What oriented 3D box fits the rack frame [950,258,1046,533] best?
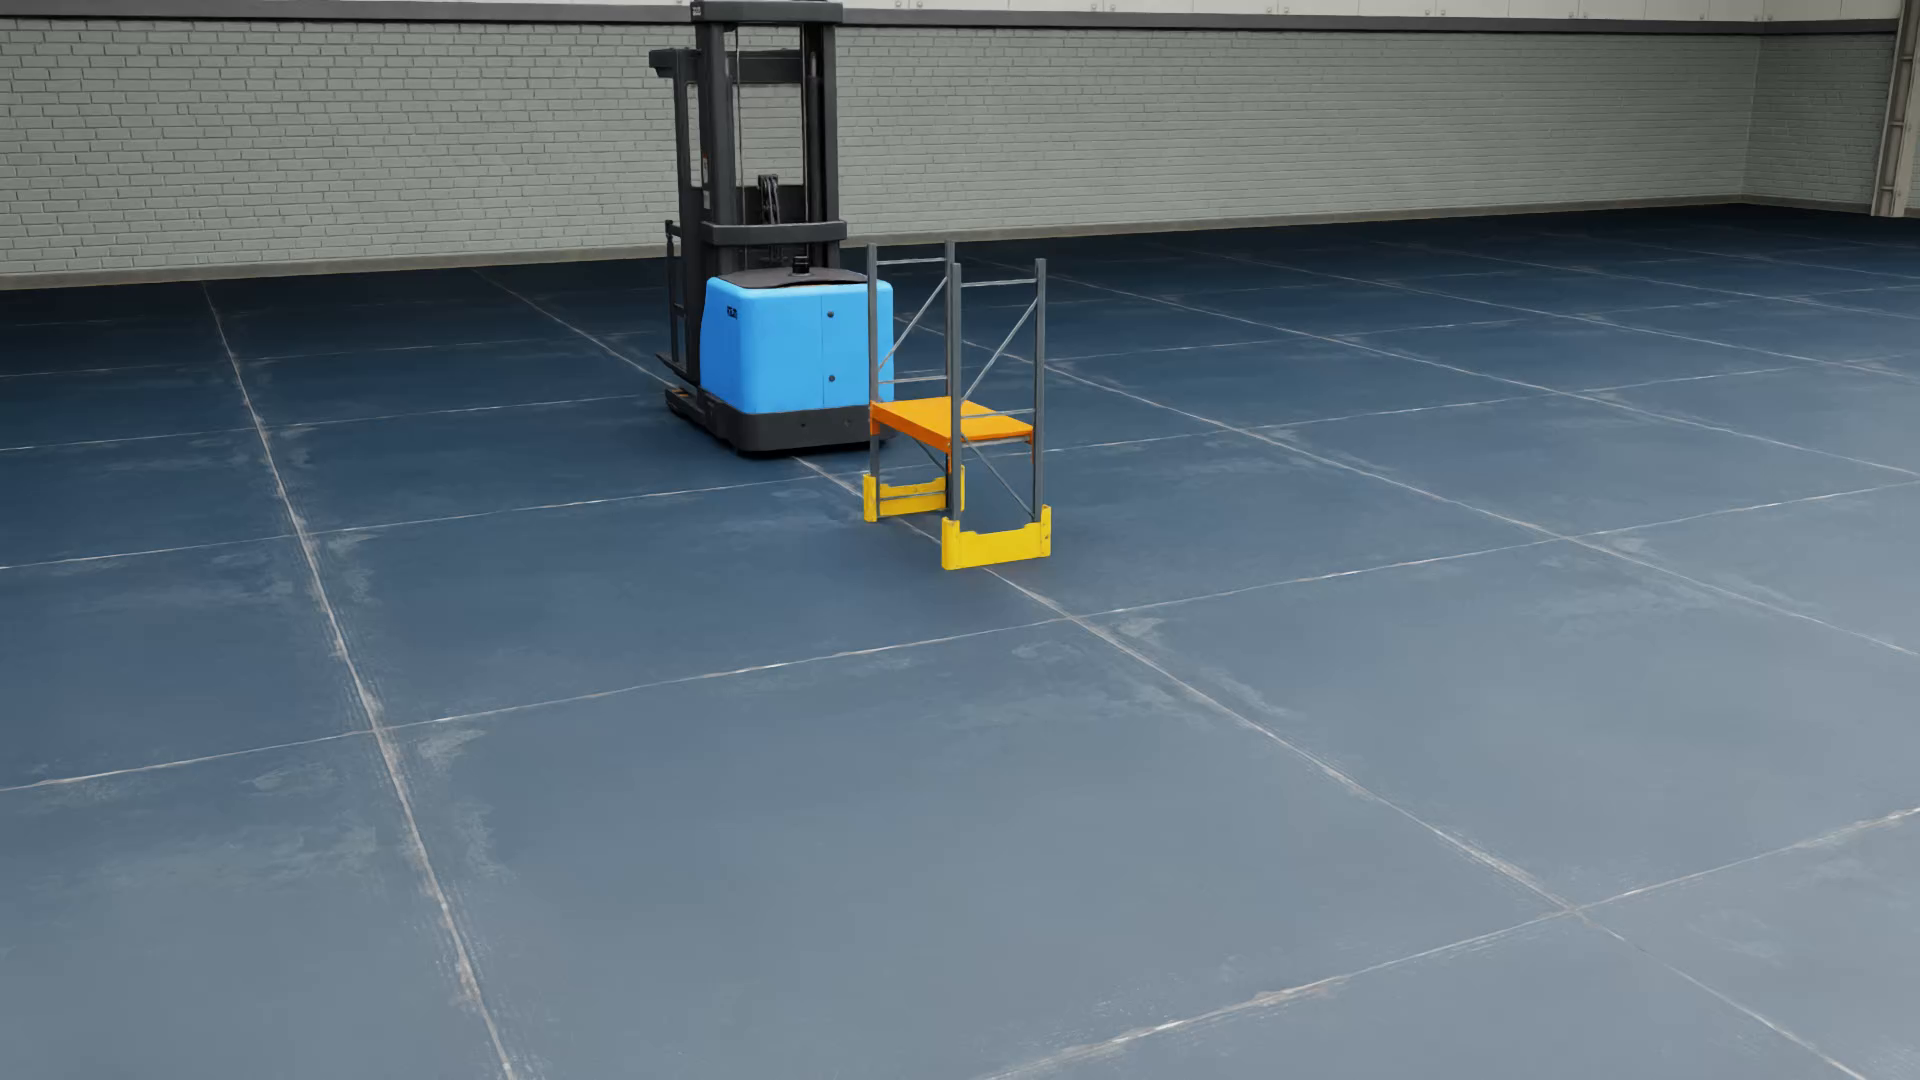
[{"bbox_3d":[0.185,-0.616,8.178,0.500,1.500,0.032,-8,18,-25],"label":"rack frame"}]

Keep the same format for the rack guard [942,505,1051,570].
[{"bbox_3d":[0.185,-0.016,8.352,0.587,0.250,0.087,-8,18,-25],"label":"rack guard"}]

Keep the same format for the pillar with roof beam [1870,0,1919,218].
[{"bbox_3d":[11.315,-9.108,24.176,9.100,9.000,0.400,-8,18,-25],"label":"pillar with roof beam"}]

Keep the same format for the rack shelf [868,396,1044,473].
[{"bbox_3d":[-0.037,-0.569,8.667,0.538,0.185,1.000,-8,18,-25],"label":"rack shelf"}]

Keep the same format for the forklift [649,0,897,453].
[{"bbox_3d":[-1.471,-2.324,11.537,1.130,2.935,3.031,-7,17,-23],"label":"forklift"}]

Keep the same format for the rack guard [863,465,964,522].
[{"bbox_3d":[-0.252,-0.263,9.212,0.587,0.250,0.087,-8,18,-25],"label":"rack guard"}]

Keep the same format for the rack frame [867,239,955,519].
[{"bbox_3d":[-0.260,-0.868,9.057,0.500,1.500,0.032,-8,18,-25],"label":"rack frame"}]

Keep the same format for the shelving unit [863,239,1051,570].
[{"bbox_3d":[-0.033,-0.740,8.610,0.587,1.500,1.083,-8,18,-25],"label":"shelving unit"}]
